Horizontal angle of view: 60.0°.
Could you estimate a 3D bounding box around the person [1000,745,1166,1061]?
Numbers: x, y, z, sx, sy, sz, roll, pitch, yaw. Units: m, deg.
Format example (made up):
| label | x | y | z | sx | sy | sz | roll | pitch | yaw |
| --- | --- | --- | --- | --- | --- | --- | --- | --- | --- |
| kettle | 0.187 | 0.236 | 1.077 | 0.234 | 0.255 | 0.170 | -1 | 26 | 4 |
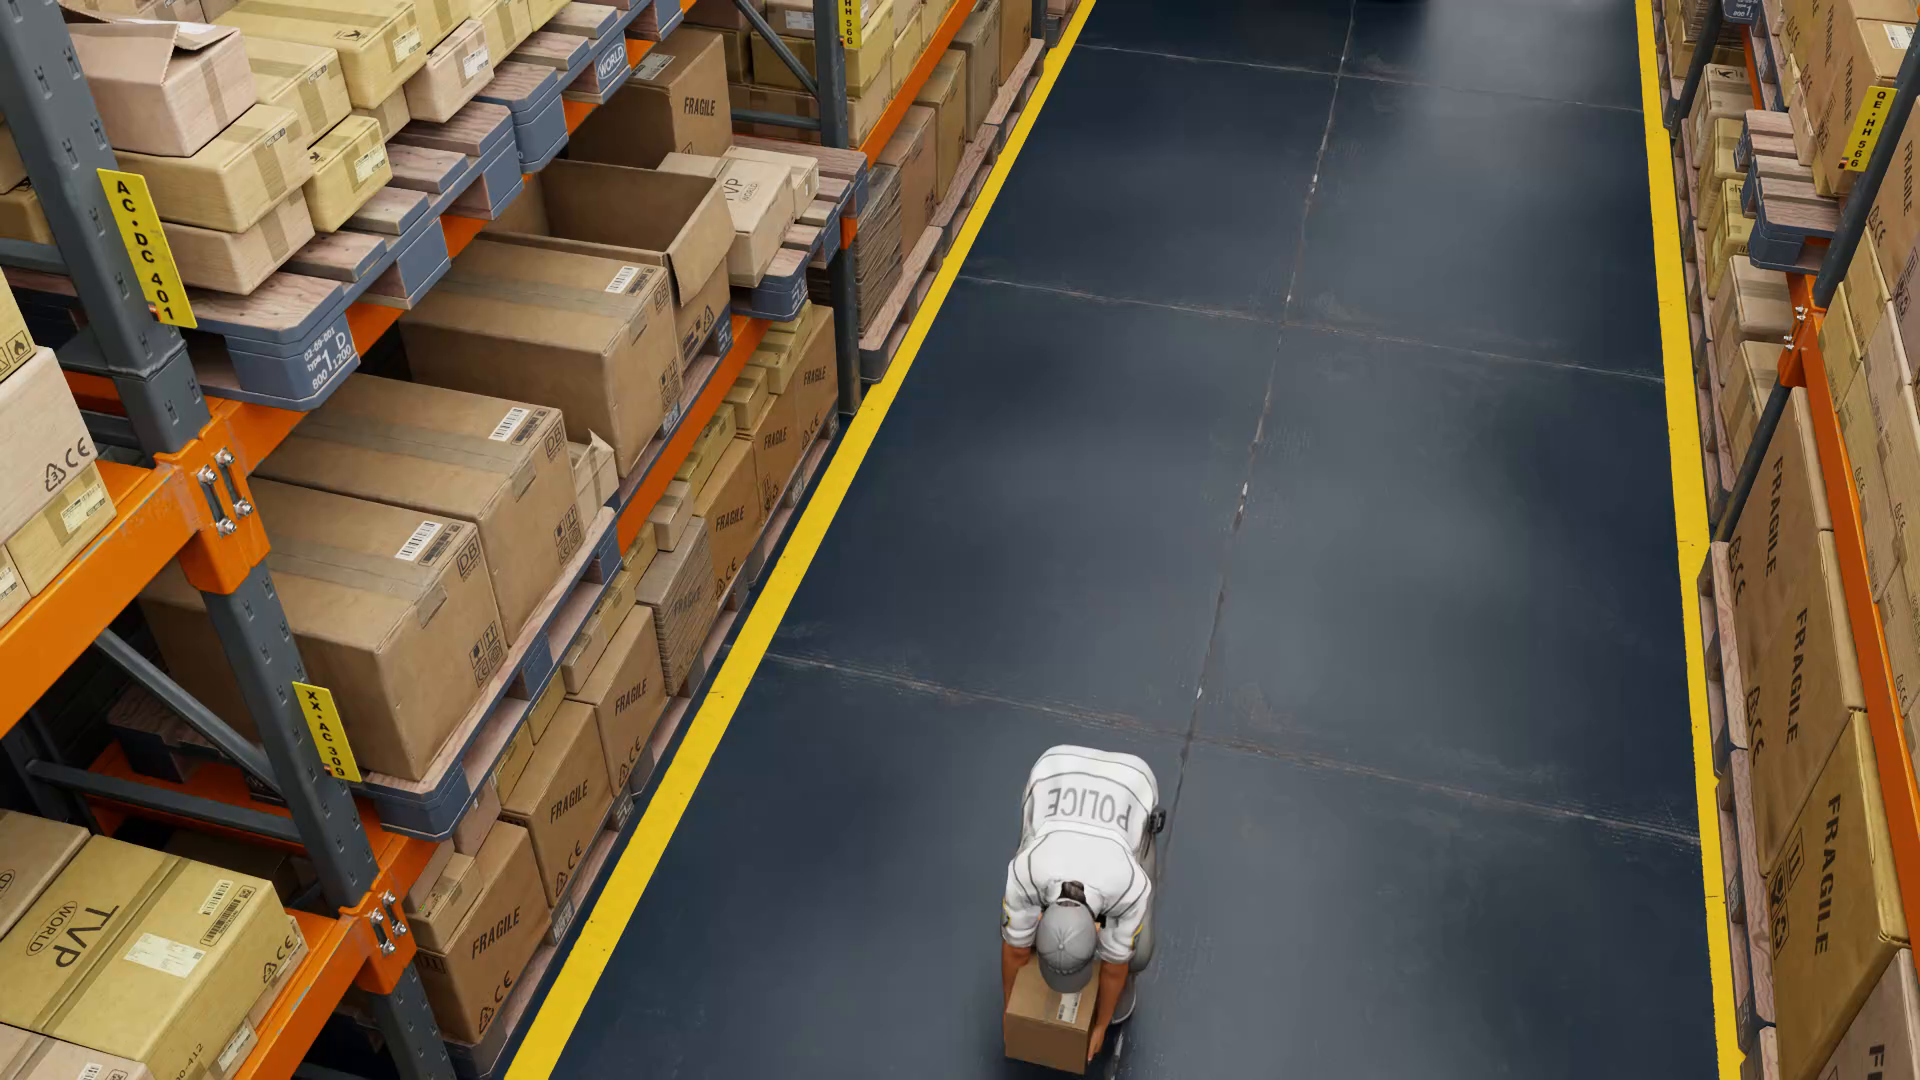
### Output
| label | x | y | z | sx | sy | sz | roll | pitch | yaw |
| --- | --- | --- | --- | --- | --- | --- | --- | --- | --- |
| person | 0.367 | 1.207 | 5.233 | 0.499 | 1.073 | 0.932 | 8 | 42 | 9 |
